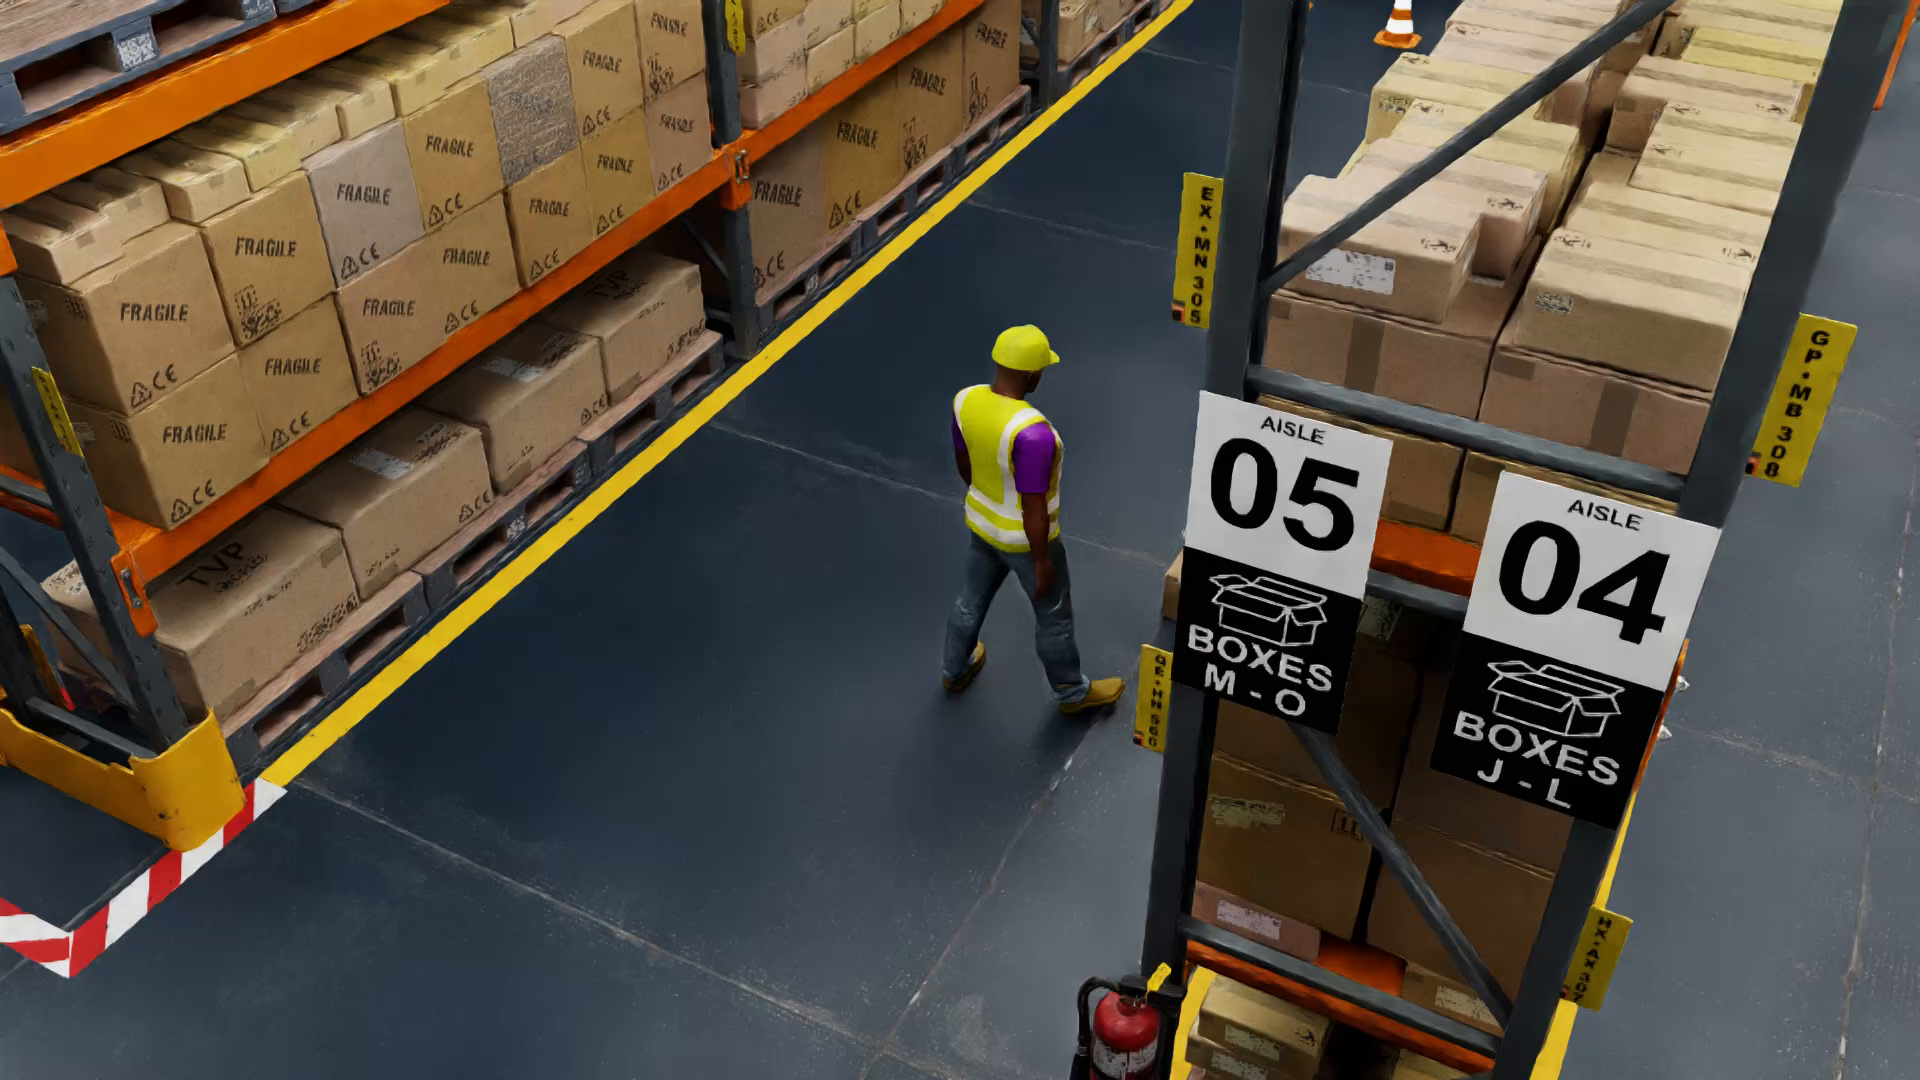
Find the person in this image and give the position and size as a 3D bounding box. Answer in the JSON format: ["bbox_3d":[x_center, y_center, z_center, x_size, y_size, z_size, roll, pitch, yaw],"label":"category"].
[{"bbox_3d":[0.274,-0.068,6.786,0.629,1.753,0.739,-23,43,-27],"label":"person"}]
